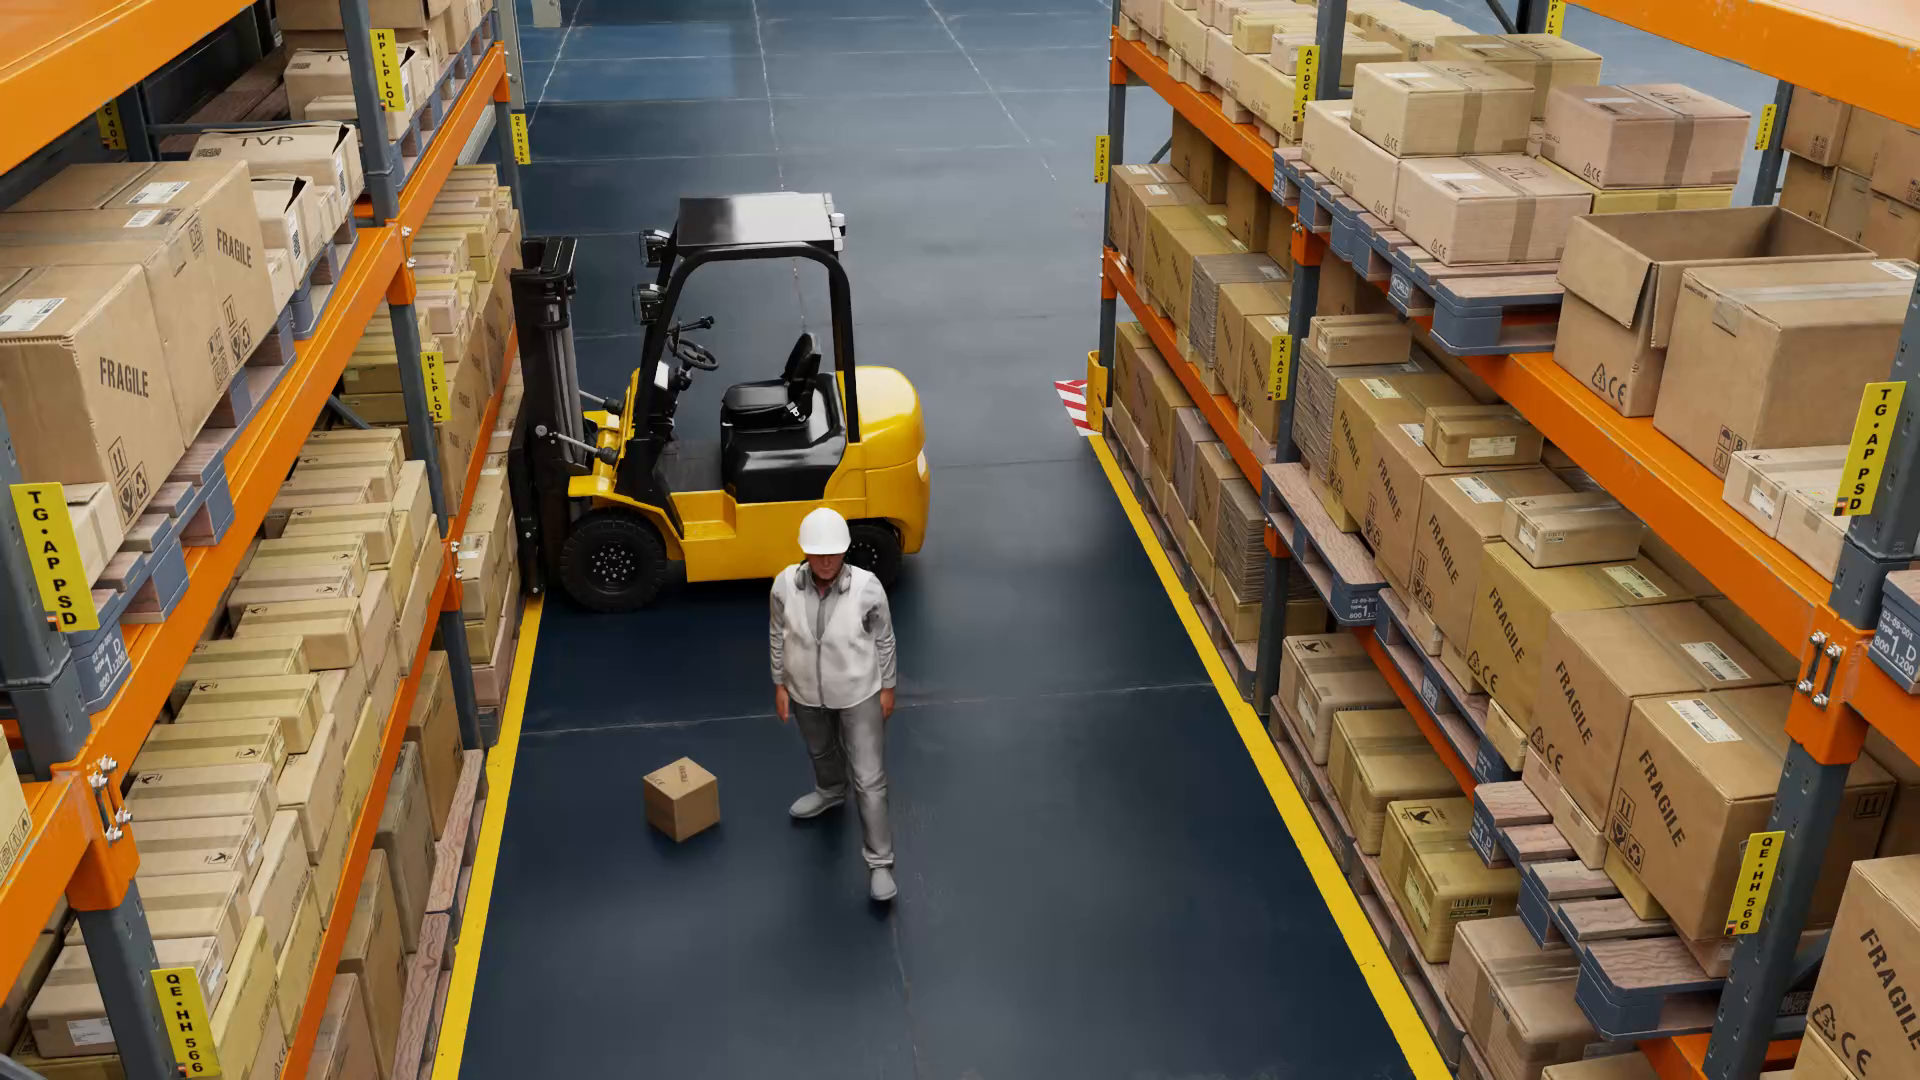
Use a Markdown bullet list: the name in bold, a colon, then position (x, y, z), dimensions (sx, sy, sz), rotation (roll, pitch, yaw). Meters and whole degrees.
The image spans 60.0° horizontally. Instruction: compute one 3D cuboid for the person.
- **person**: position (-0.528, 0.664, 7.264), dimensions (0.679, 1.736, 0.841), rotation (6, 28, 12)
